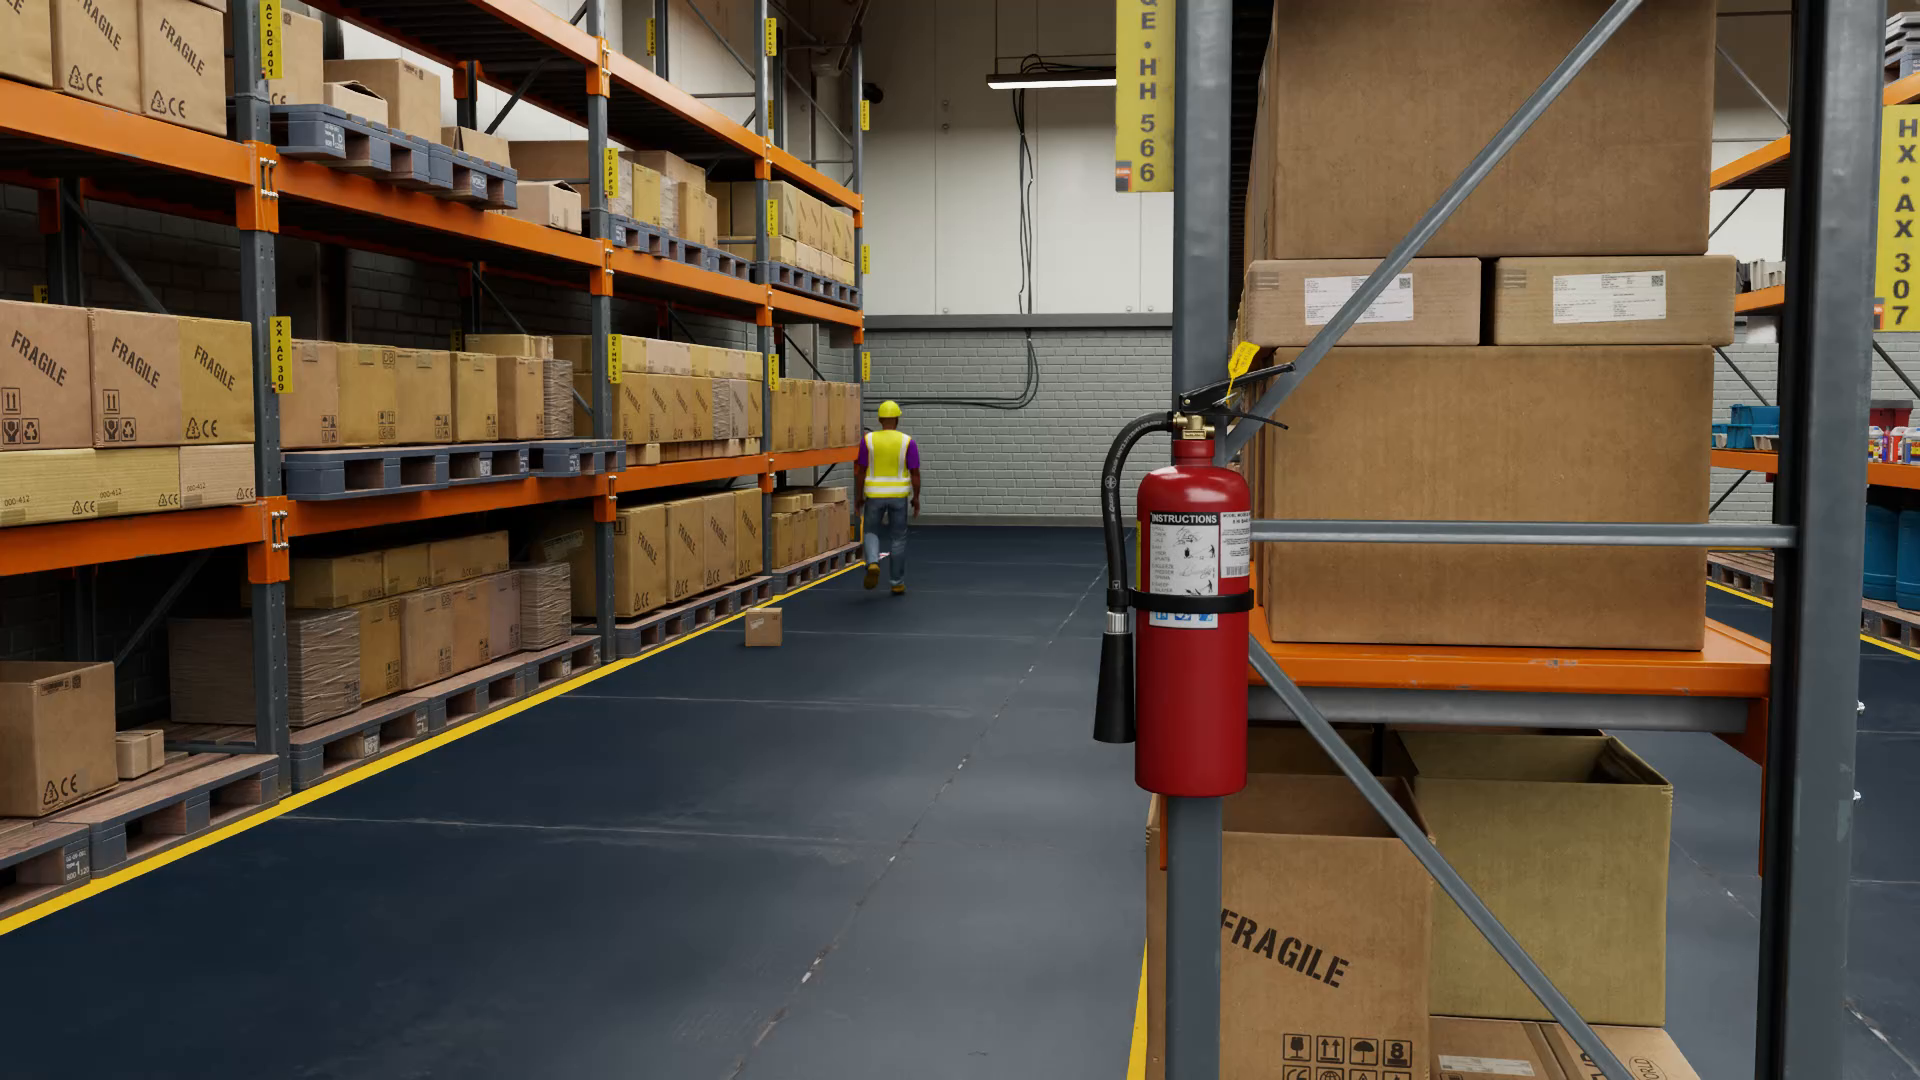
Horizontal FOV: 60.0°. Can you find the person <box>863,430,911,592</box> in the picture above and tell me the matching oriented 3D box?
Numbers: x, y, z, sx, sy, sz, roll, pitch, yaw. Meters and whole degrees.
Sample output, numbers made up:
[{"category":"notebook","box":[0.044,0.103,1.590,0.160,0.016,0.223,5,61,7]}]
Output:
[{"category":"person","box":[7.252,-0.522,7.810,16.315,3.168,15.423,0,4,0]}]
